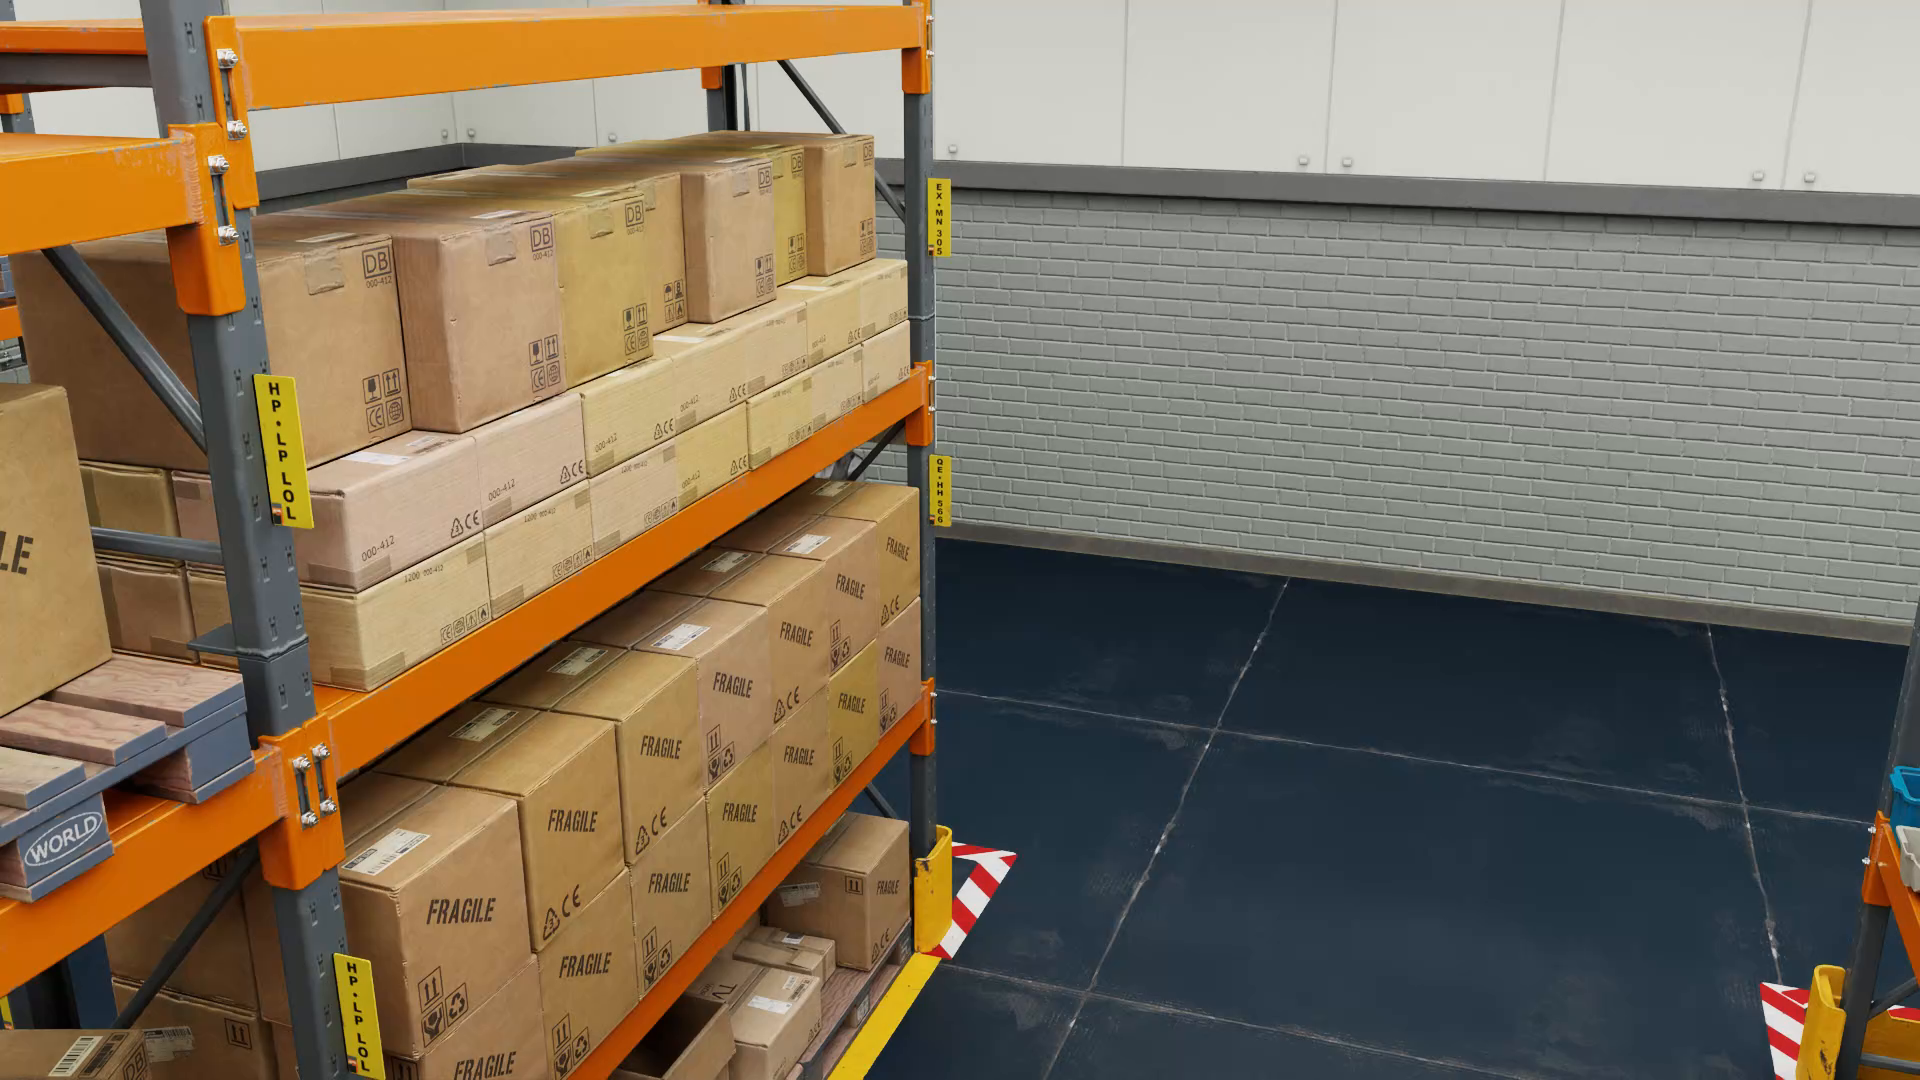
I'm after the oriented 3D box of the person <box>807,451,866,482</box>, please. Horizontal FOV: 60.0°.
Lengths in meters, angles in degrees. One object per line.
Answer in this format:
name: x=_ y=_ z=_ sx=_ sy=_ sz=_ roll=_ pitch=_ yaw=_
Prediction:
person: x=-0.868 y=0.047 z=11.106 sx=0.560 sy=1.626 sz=0.420 roll=6 pitch=19 yaw=17
